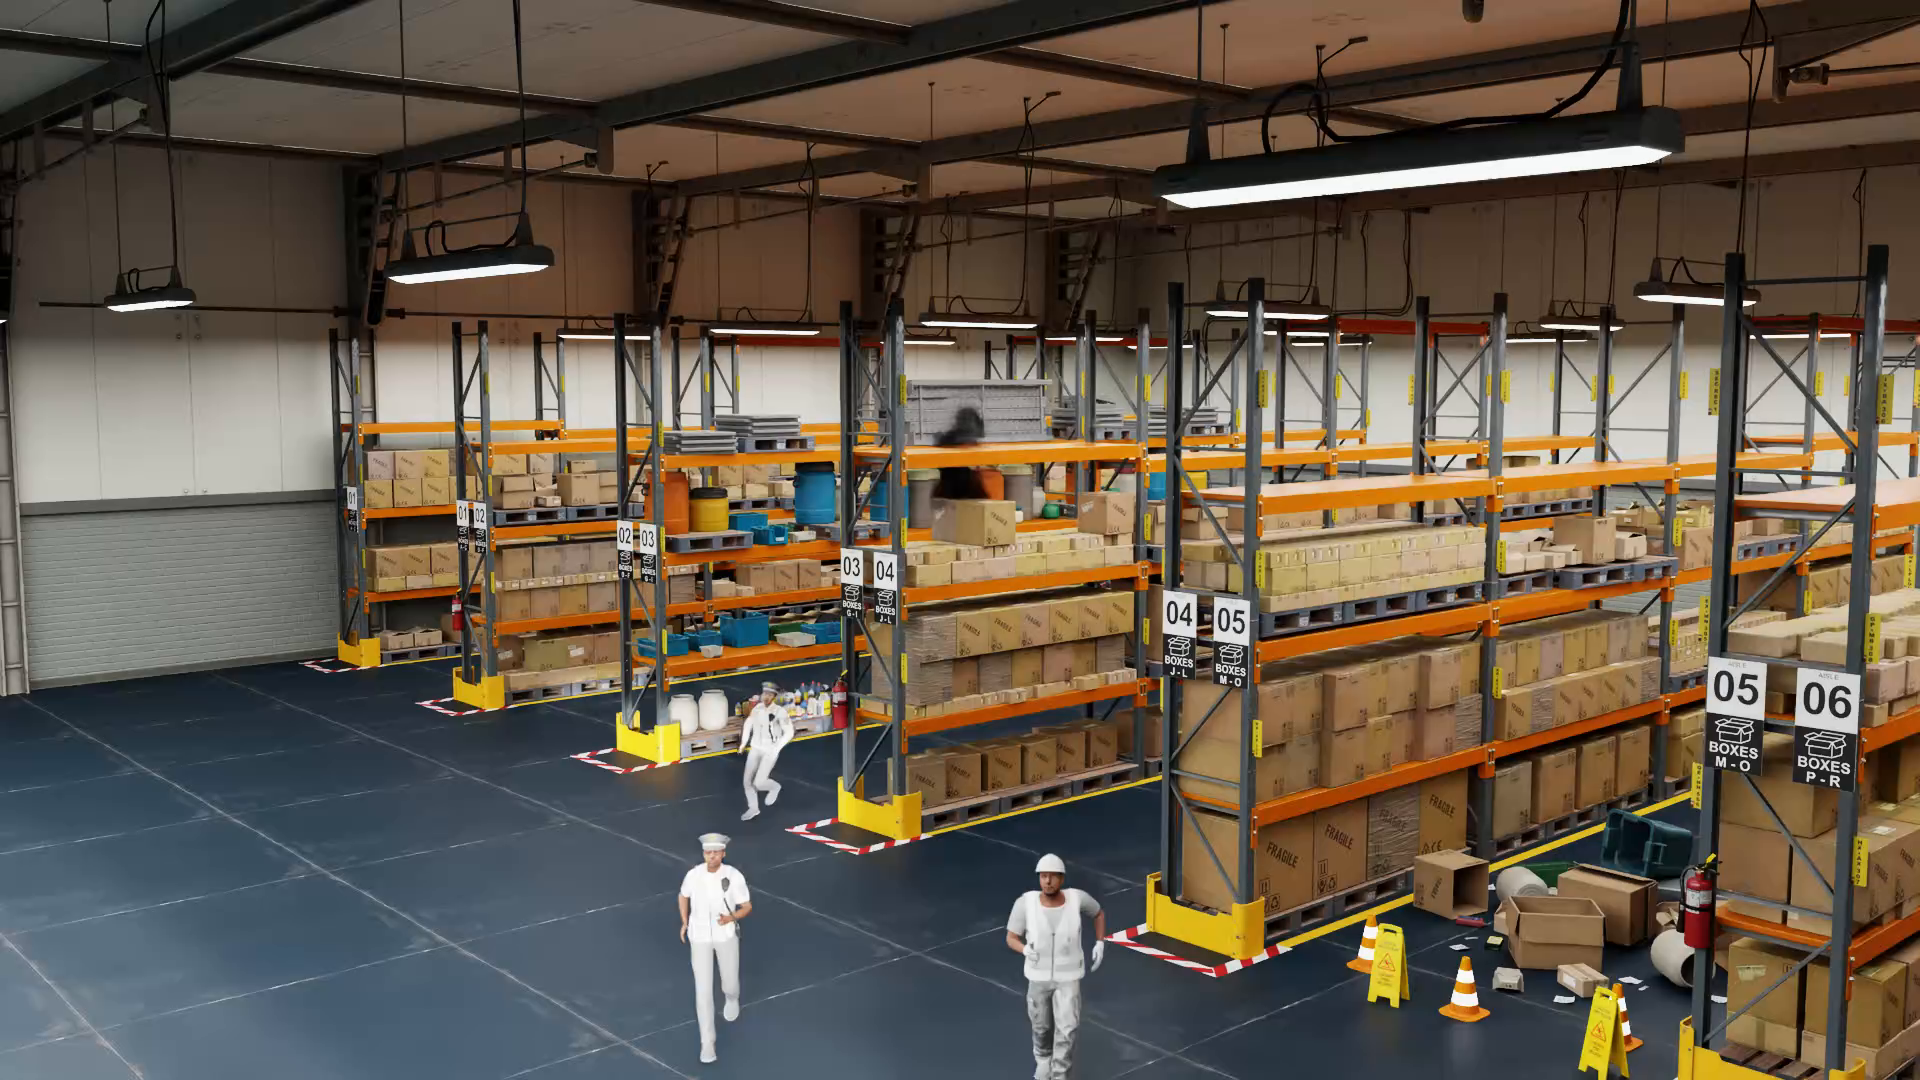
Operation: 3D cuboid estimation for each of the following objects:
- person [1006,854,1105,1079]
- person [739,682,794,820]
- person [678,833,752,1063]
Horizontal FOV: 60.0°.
[{"bbox_3d":[0.669,3.120,11.780,0.688,1.803,0.904,1,6,8],"label":"person"},{"bbox_3d":[-2.248,2.451,19.441,0.660,1.647,0.507,3,6,28],"label":"person"},{"bbox_3d":[-1.902,3.061,12.813,0.568,1.671,0.871,0,6,-2],"label":"person"}]
